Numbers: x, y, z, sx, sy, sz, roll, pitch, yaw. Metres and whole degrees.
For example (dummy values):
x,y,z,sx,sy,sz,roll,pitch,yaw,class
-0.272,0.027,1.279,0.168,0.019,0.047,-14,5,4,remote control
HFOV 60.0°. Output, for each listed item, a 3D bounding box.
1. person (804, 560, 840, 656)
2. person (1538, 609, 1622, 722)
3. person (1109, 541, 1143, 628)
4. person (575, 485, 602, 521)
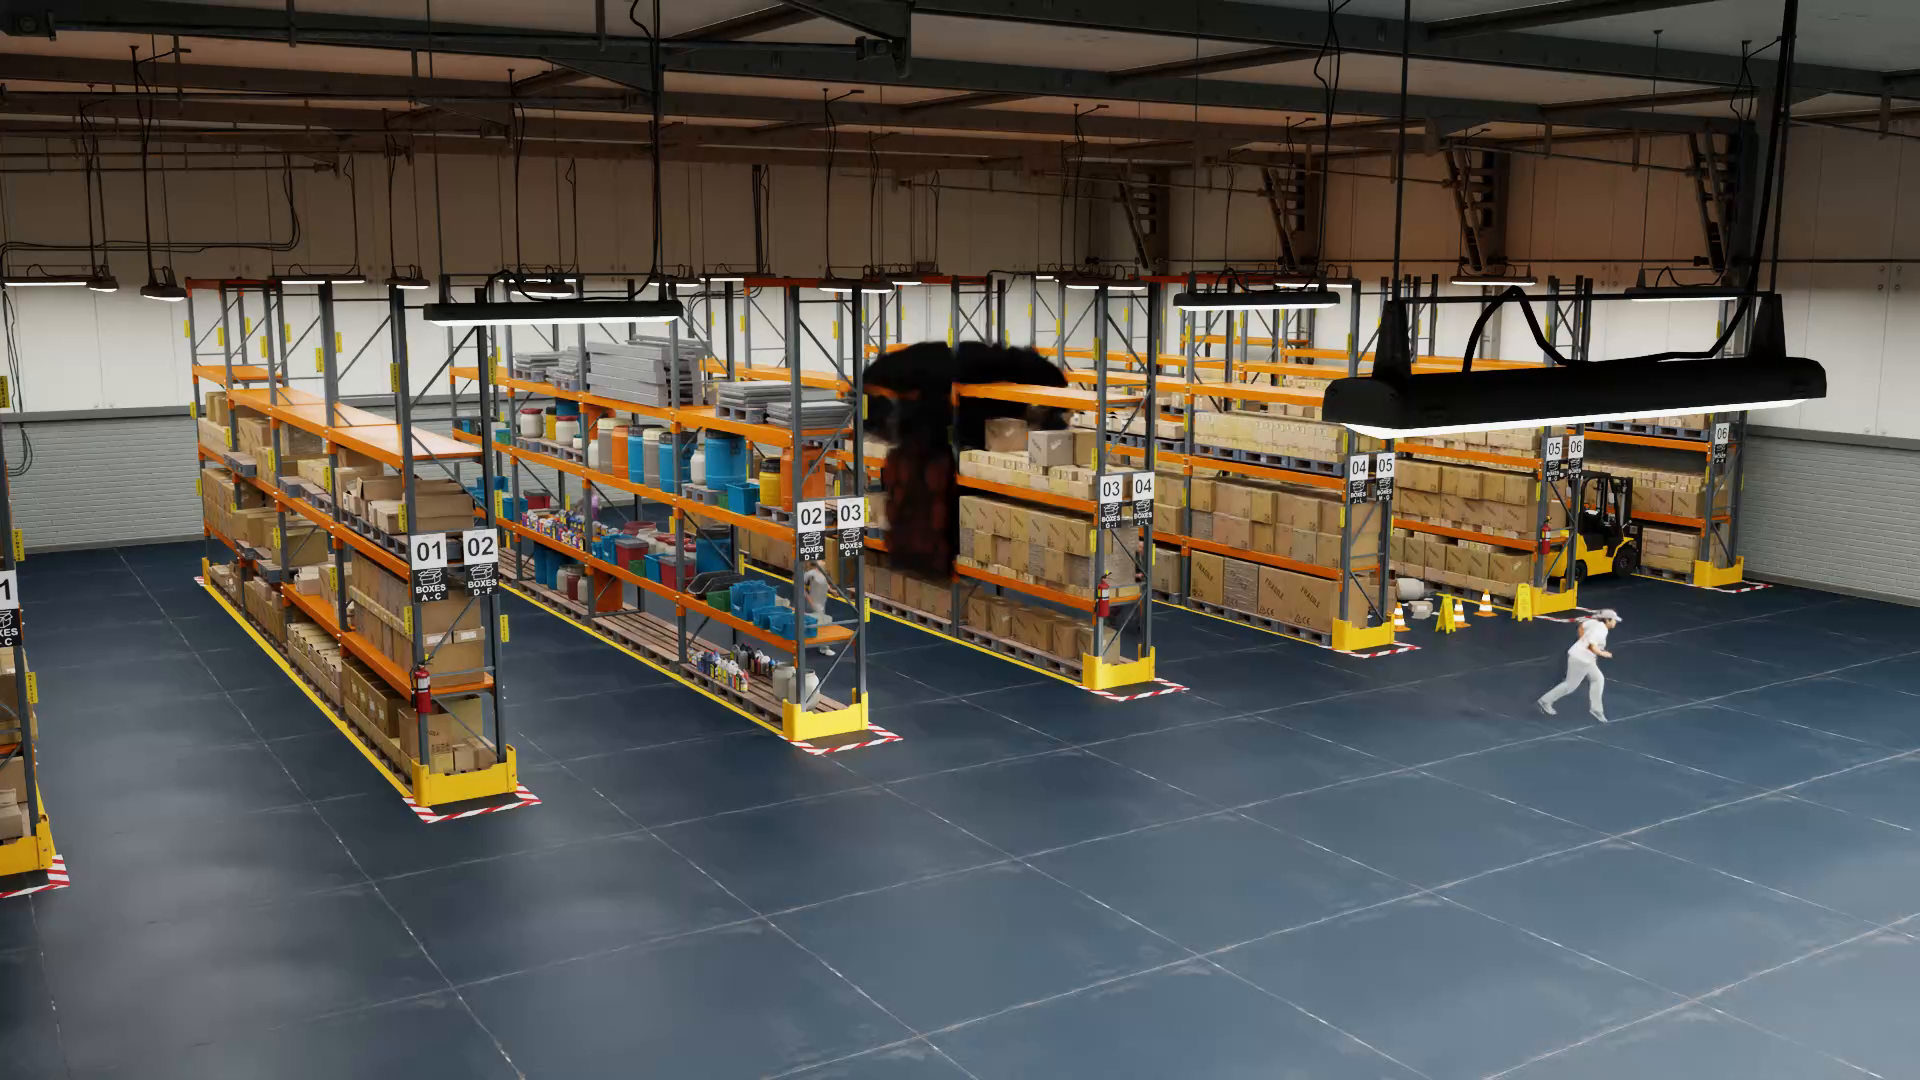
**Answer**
x,y,z,sx,sy,sz,roll,pitch,yaw,class
-2.380,1.021,27.038,0.877,1.654,0.547,7,12,36,person
8.603,1.739,23.104,1.035,1.627,0.648,3,10,15,person
2.928,0.715,28.509,0.701,1.512,0.970,-7,12,-36,person
-7.866,-0.368,35.471,0.507,1.637,0.697,-9,13,-44,person
